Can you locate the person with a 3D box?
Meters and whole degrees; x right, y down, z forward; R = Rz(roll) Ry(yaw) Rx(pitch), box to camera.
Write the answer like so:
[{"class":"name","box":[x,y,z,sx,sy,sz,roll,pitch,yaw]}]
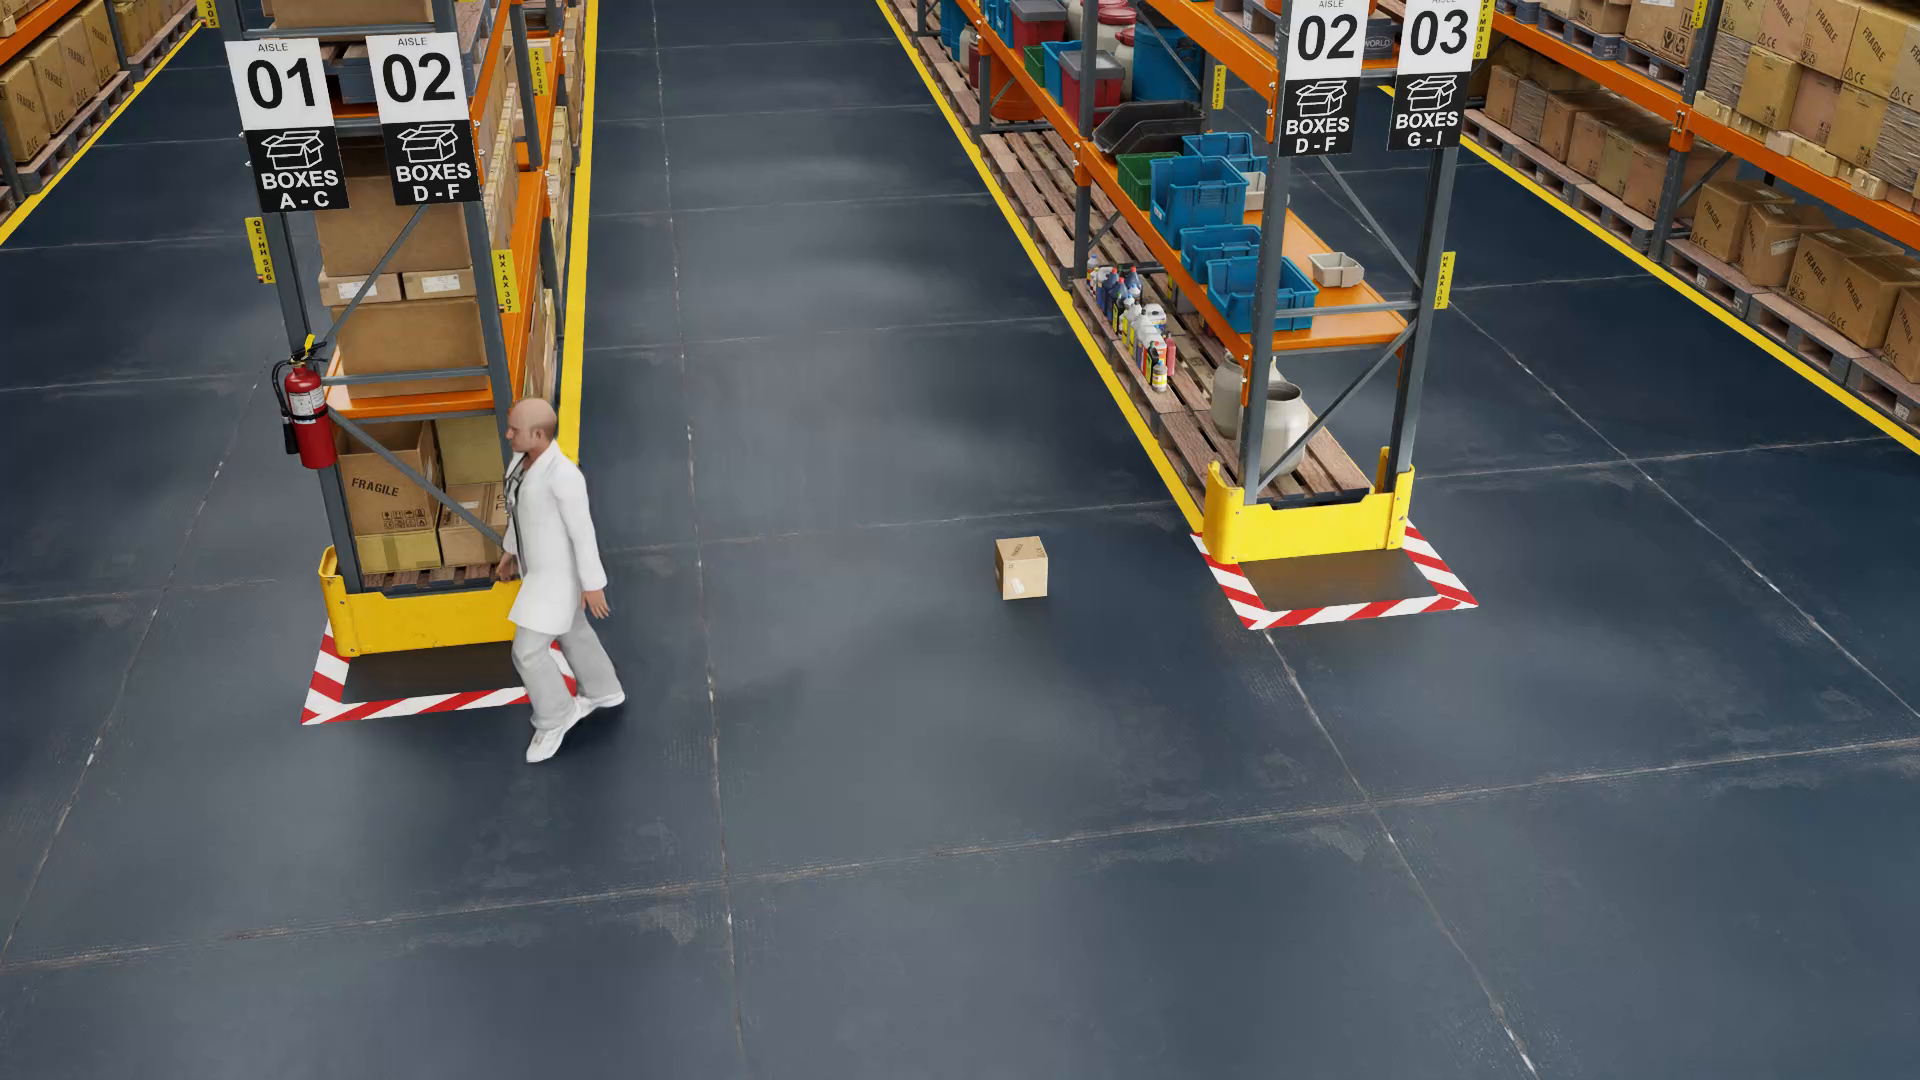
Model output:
[{"class":"person","box":[-1.928,0.176,7.862,0.589,1.838,0.637,-18,35,-27]}]
